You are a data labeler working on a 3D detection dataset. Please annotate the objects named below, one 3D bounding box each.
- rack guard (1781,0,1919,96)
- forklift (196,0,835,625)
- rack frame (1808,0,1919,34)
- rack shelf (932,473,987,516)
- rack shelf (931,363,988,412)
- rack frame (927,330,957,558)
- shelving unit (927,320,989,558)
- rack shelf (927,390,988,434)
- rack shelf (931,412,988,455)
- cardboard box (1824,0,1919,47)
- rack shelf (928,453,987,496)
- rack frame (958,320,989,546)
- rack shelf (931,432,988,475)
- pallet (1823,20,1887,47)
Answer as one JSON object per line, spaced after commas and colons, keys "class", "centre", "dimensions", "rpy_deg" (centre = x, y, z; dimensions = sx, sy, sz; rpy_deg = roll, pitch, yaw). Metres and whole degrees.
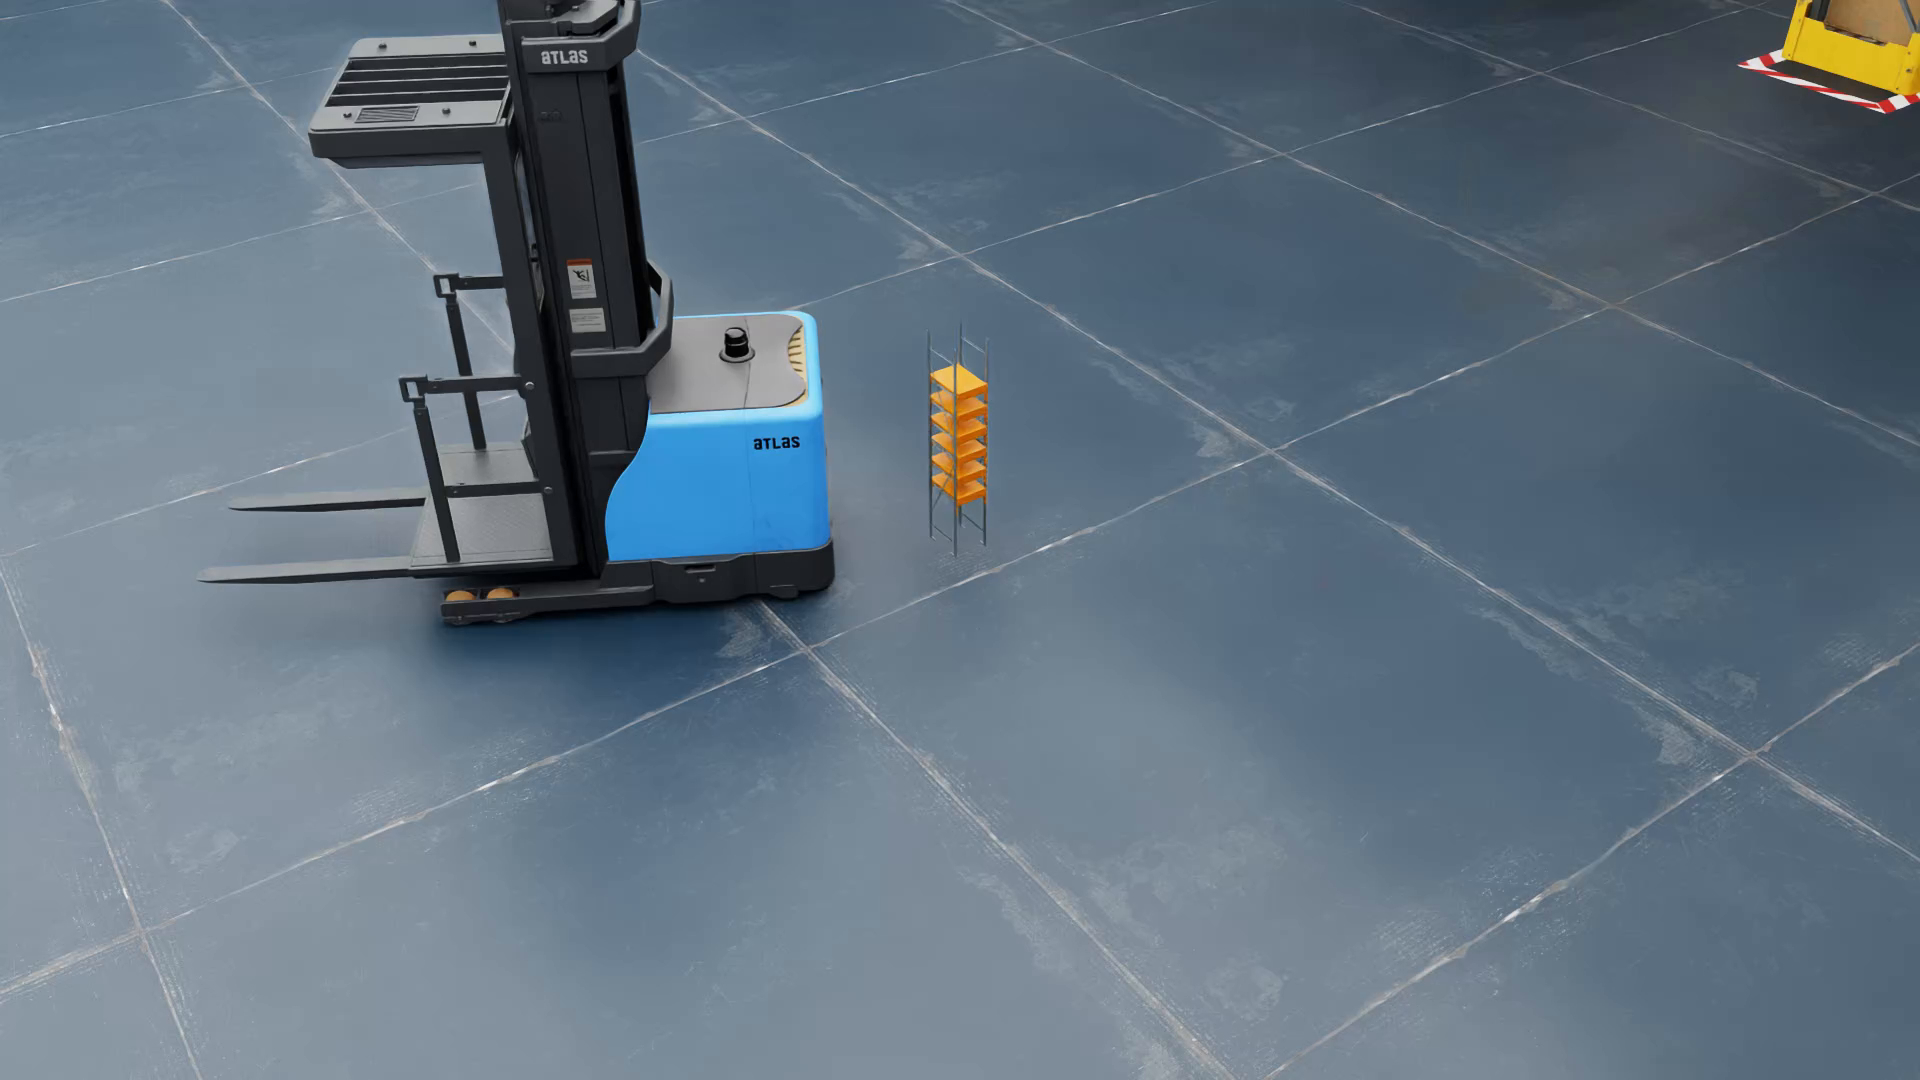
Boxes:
{"class": "rack guard", "centre": [7.550, -4.164, 13.925], "dimensions": [0.348, 0.500, 1.175], "rpy_deg": [-22, 41, -28]}
{"class": "forklift", "centre": [-2.168, -1.106, 7.590], "dimensions": [3.031, 2.935, 1.130], "rpy_deg": [-4, 36, -5]}
{"class": "rack frame", "centre": [7.570, -5.187, 13.206], "dimensions": [0.127, 3.000, 1.000], "rpy_deg": [-22, 41, -28]}
{"class": "rack shelf", "centre": [-0.012, -0.251, 8.372], "dimensions": [0.180, 0.103, 0.258], "rpy_deg": [-22, 41, -28]}
{"class": "rack shelf", "centre": [-0.012, -0.738, 8.022], "dimensions": [0.180, 0.103, 0.258], "rpy_deg": [-22, 41, -28]}
{"class": "rack frame", "centre": [-0.087, -0.451, 8.163], "dimensions": [0.006, 1.200, 0.240], "rpy_deg": [-22, 41, -28]}
{"class": "shelving unit", "centre": [-0.012, -0.482, 8.206], "dimensions": [0.189, 1.200, 0.258], "rpy_deg": [-22, 41, -28]}
{"class": "rack shelf", "centre": [-0.012, -0.641, 8.092], "dimensions": [0.180, 0.103, 0.258], "rpy_deg": [-22, 41, -28]}
{"class": "rack shelf", "centre": [-0.012, -0.544, 8.162], "dimensions": [0.180, 0.103, 0.258], "rpy_deg": [-22, 41, -28]}
{"class": "cardboard box", "centre": [8.086, -4.754, 14.065], "dimensions": [0.875, 0.875, 0.875], "rpy_deg": [-22, 41, -28]}
{"class": "rack shelf", "centre": [-0.012, -0.349, 8.302], "dimensions": [0.180, 0.103, 0.258], "rpy_deg": [-22, 41, -28]}
{"class": "rack frame", "centre": [0.063, -0.513, 8.249], "dimensions": [0.006, 1.200, 0.240], "rpy_deg": [-22, 41, -28]}
{"class": "rack shelf", "centre": [-0.012, -0.446, 8.232], "dimensions": [0.180, 0.103, 0.258], "rpy_deg": [-22, 41, -28]}
{"class": "pallet", "centre": [8.179, -4.361, 14.446], "dimensions": [1.213, 0.211, 1.003], "rpy_deg": [-22, 41, -28]}
